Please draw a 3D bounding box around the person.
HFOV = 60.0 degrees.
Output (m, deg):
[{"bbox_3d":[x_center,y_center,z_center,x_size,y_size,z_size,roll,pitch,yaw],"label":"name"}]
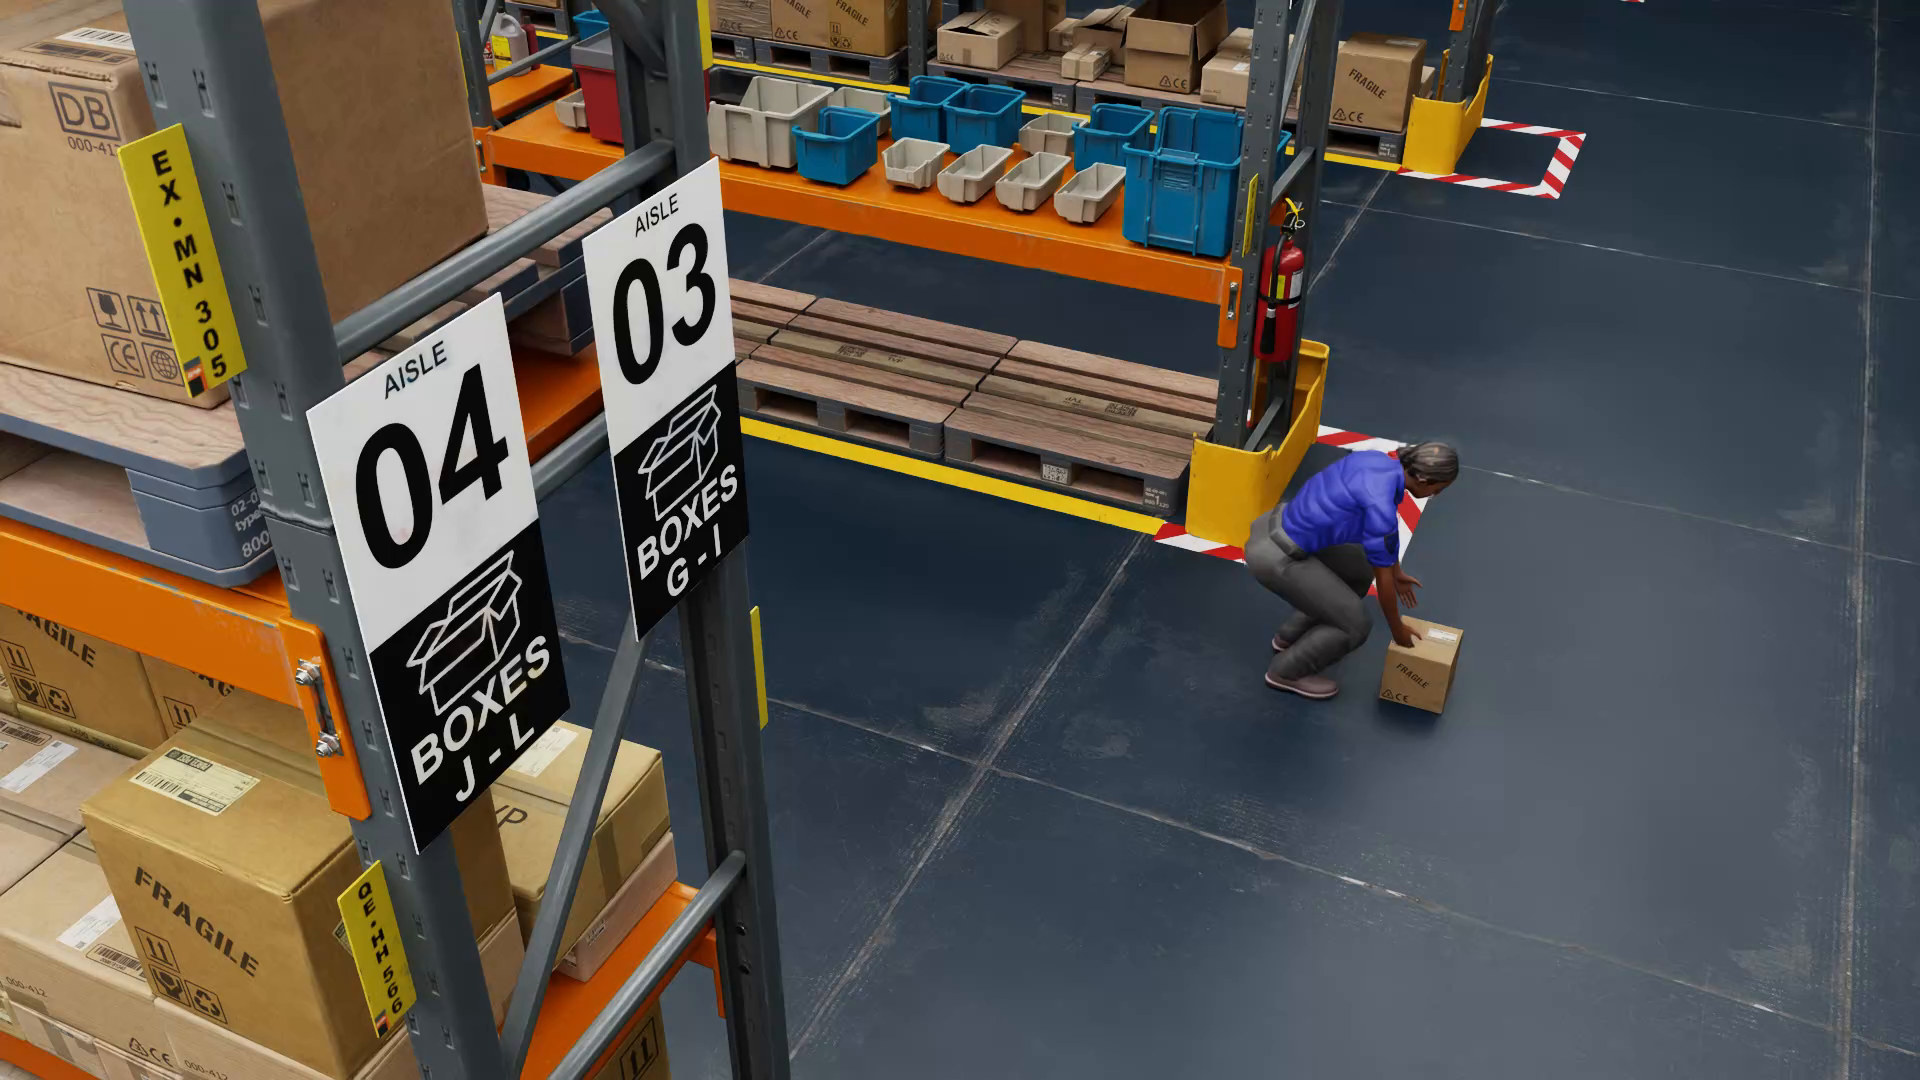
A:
[{"bbox_3d":[1.501,0.072,6.540,0.749,1.106,0.498,8,35,12],"label":"person"}]
